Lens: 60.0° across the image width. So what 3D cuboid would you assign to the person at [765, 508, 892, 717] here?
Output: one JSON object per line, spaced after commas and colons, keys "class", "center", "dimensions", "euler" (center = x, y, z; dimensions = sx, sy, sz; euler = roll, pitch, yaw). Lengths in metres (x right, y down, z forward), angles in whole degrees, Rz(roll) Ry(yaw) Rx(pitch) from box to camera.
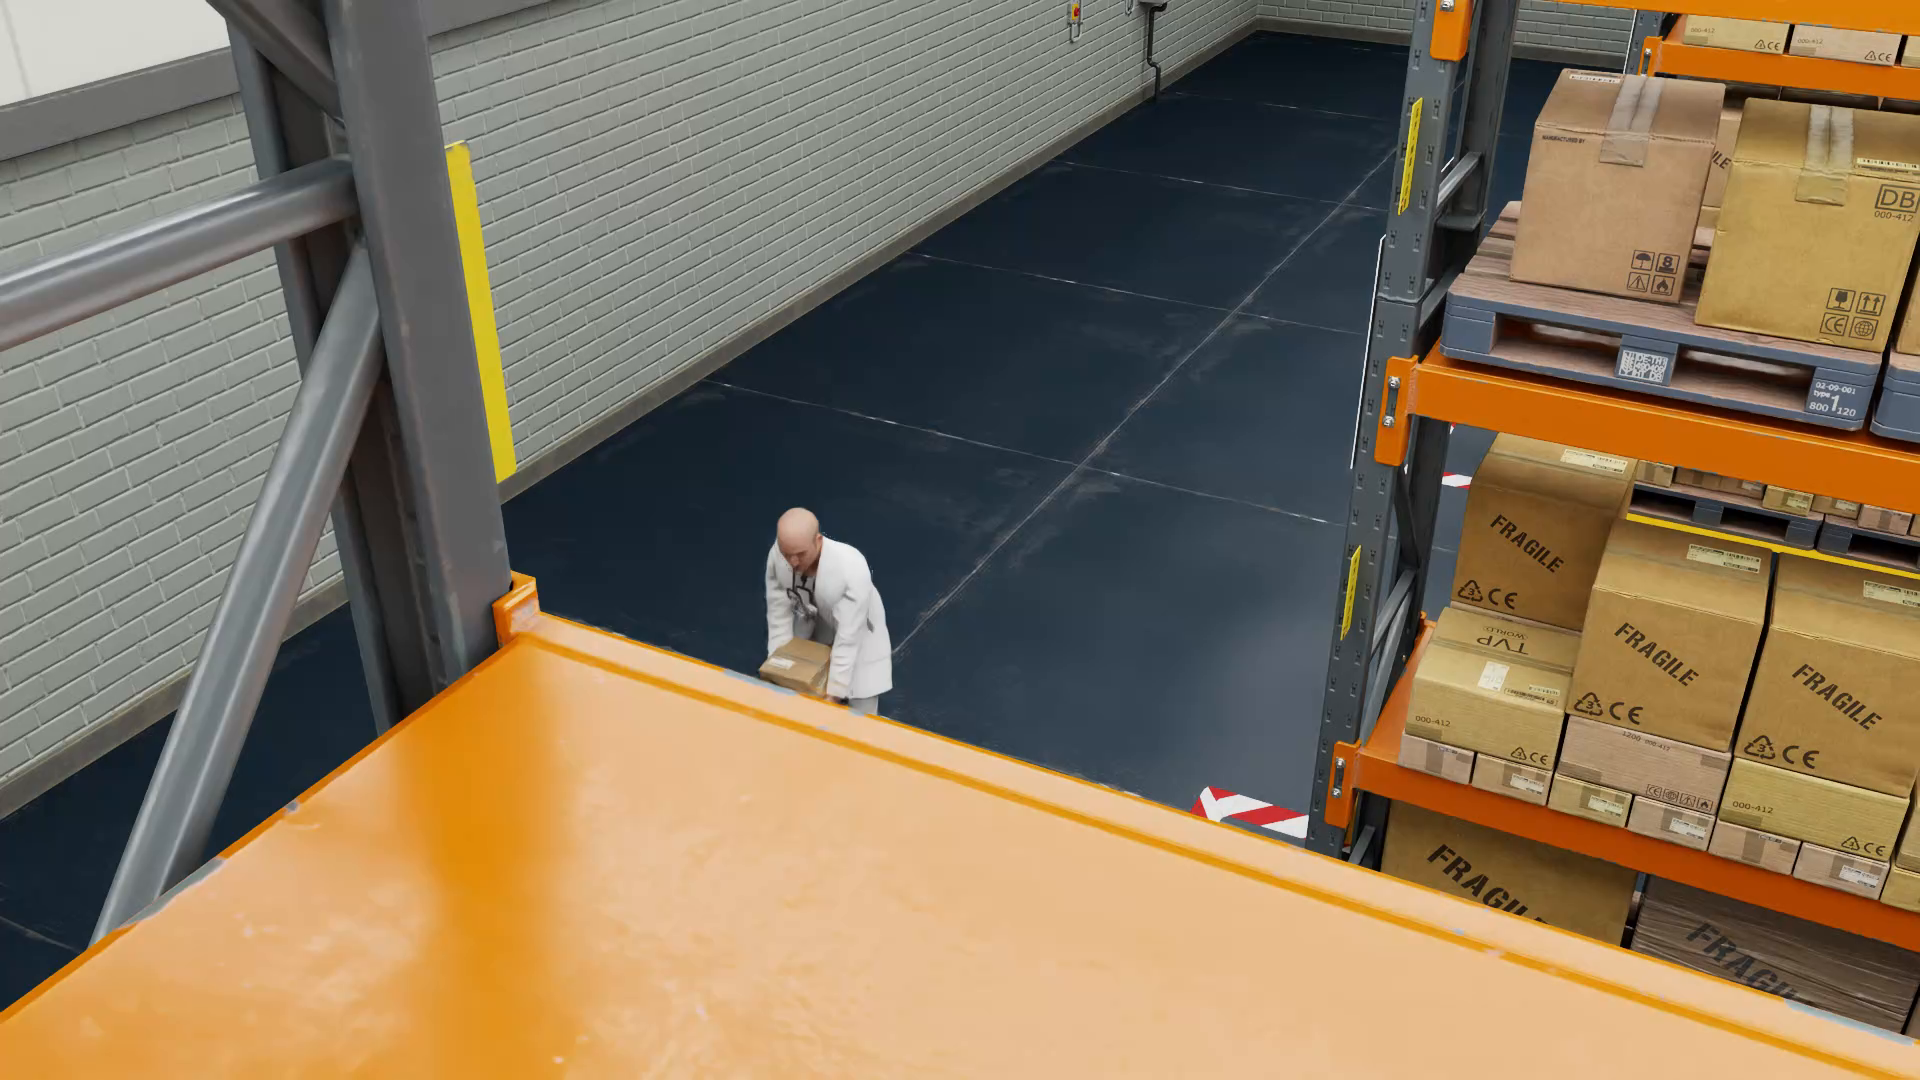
{"class": "person", "center": [-0.592, 0.517, 7.343], "dimensions": [0.540, 1.679, 0.627], "euler": [14, 32, 22]}
